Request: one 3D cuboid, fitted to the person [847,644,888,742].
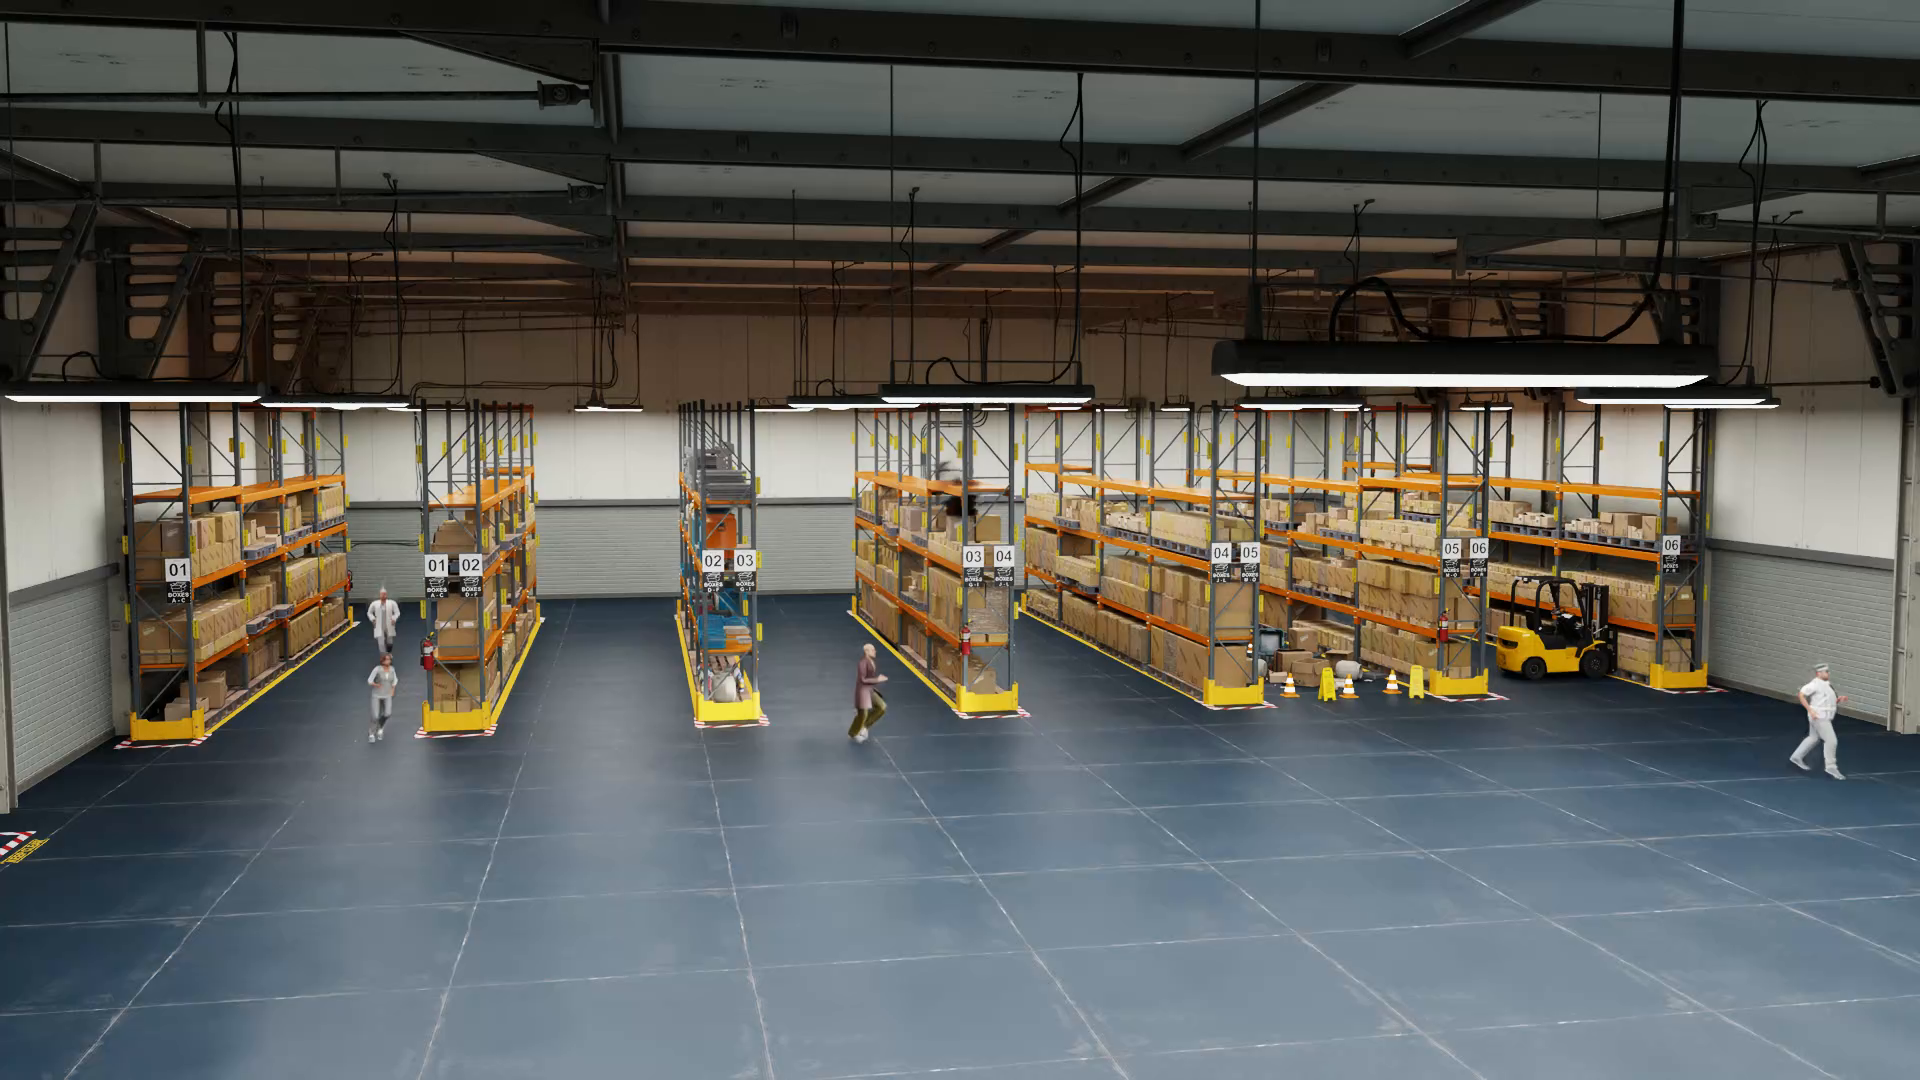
[{"bbox_3d":[-1.601,2.683,28.924,0.822,1.683,0.760,2,5,19],"label":"person"}]

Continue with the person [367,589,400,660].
[{"bbox_3d":[-13.172,1.990,38.004,0.707,1.724,0.668,-2,5,-20],"label":"person"}]

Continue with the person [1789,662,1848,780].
[{"bbox_3d":[13.624,2.842,26.364,0.854,1.834,0.642,3,5,37],"label":"person"}]

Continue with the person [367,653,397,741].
[{"bbox_3d":[-10.091,2.764,29.150,0.543,1.512,0.539,-3,5,-33],"label":"person"}]
